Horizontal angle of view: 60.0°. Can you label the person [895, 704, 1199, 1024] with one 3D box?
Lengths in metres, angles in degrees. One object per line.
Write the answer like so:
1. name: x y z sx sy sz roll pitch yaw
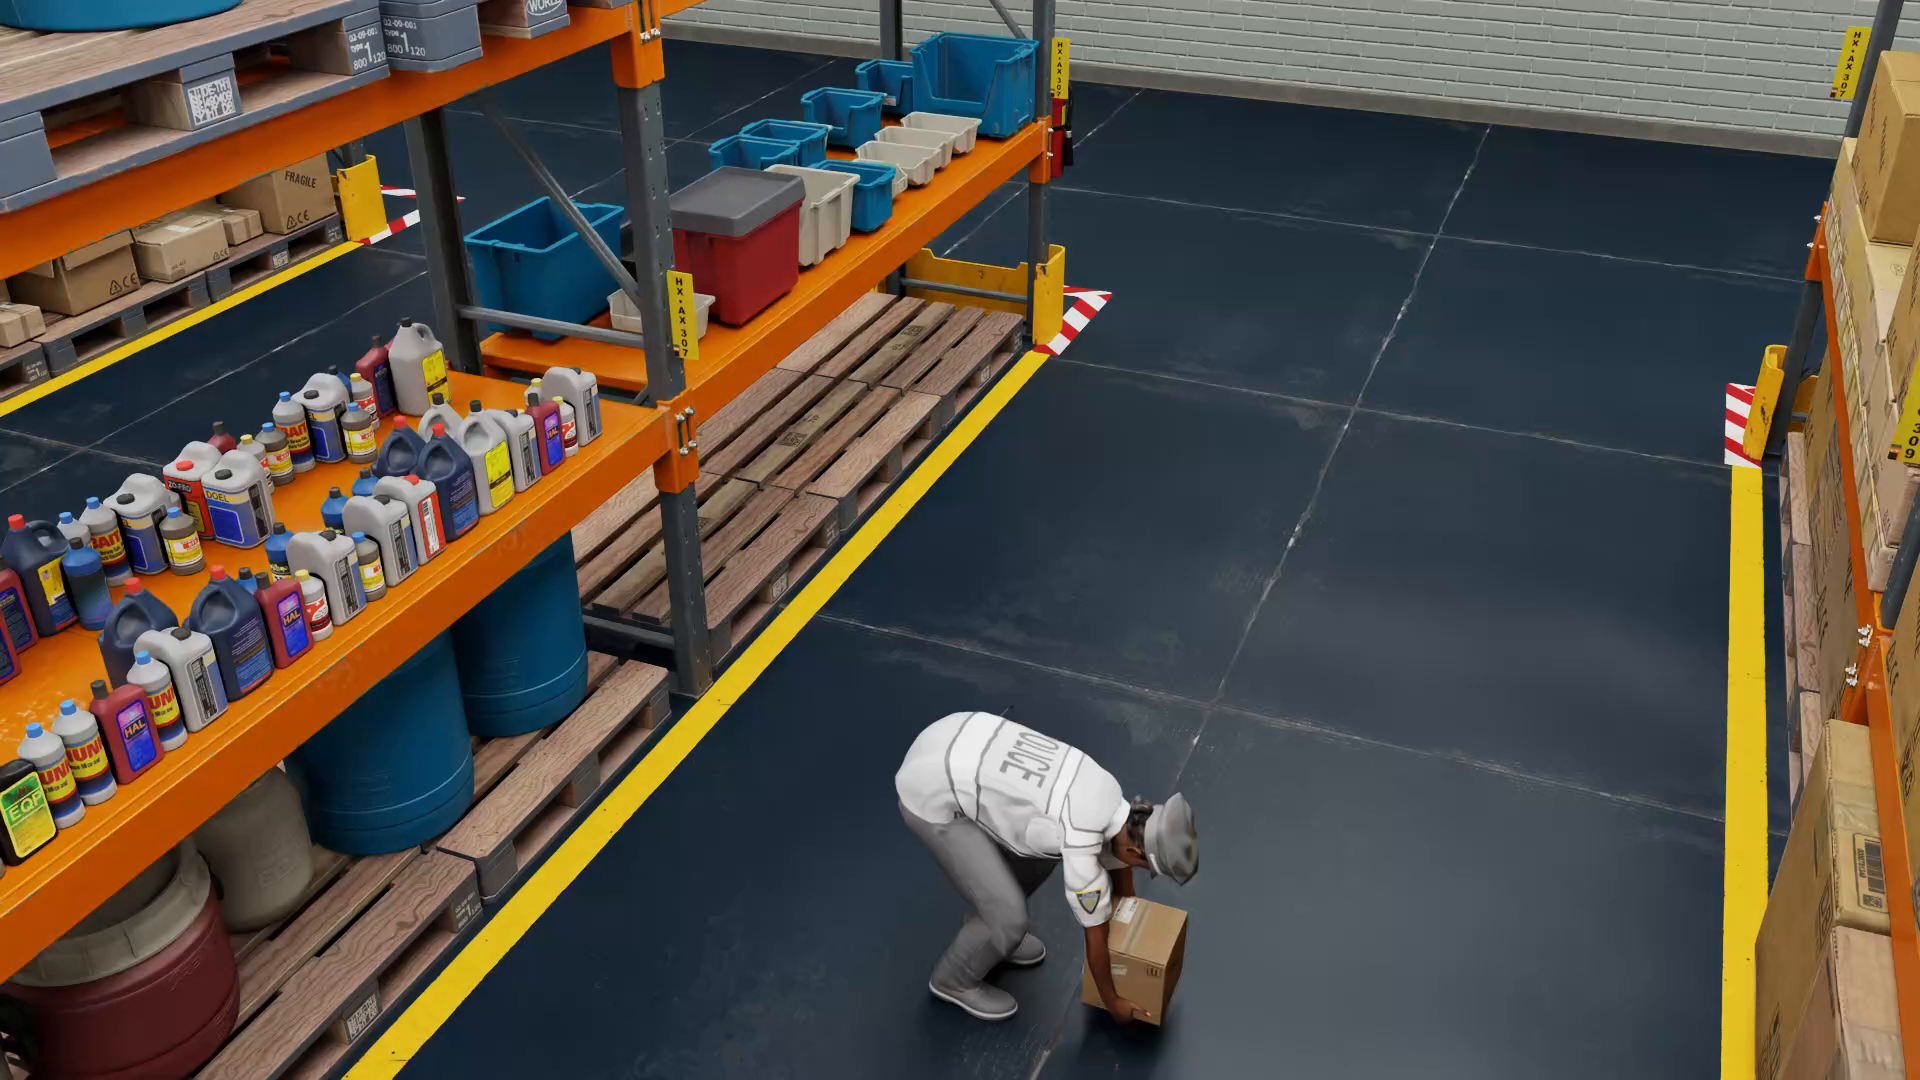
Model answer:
1. person: 0.262 1.017 5.063 0.918 0.961 0.456 10 31 17
